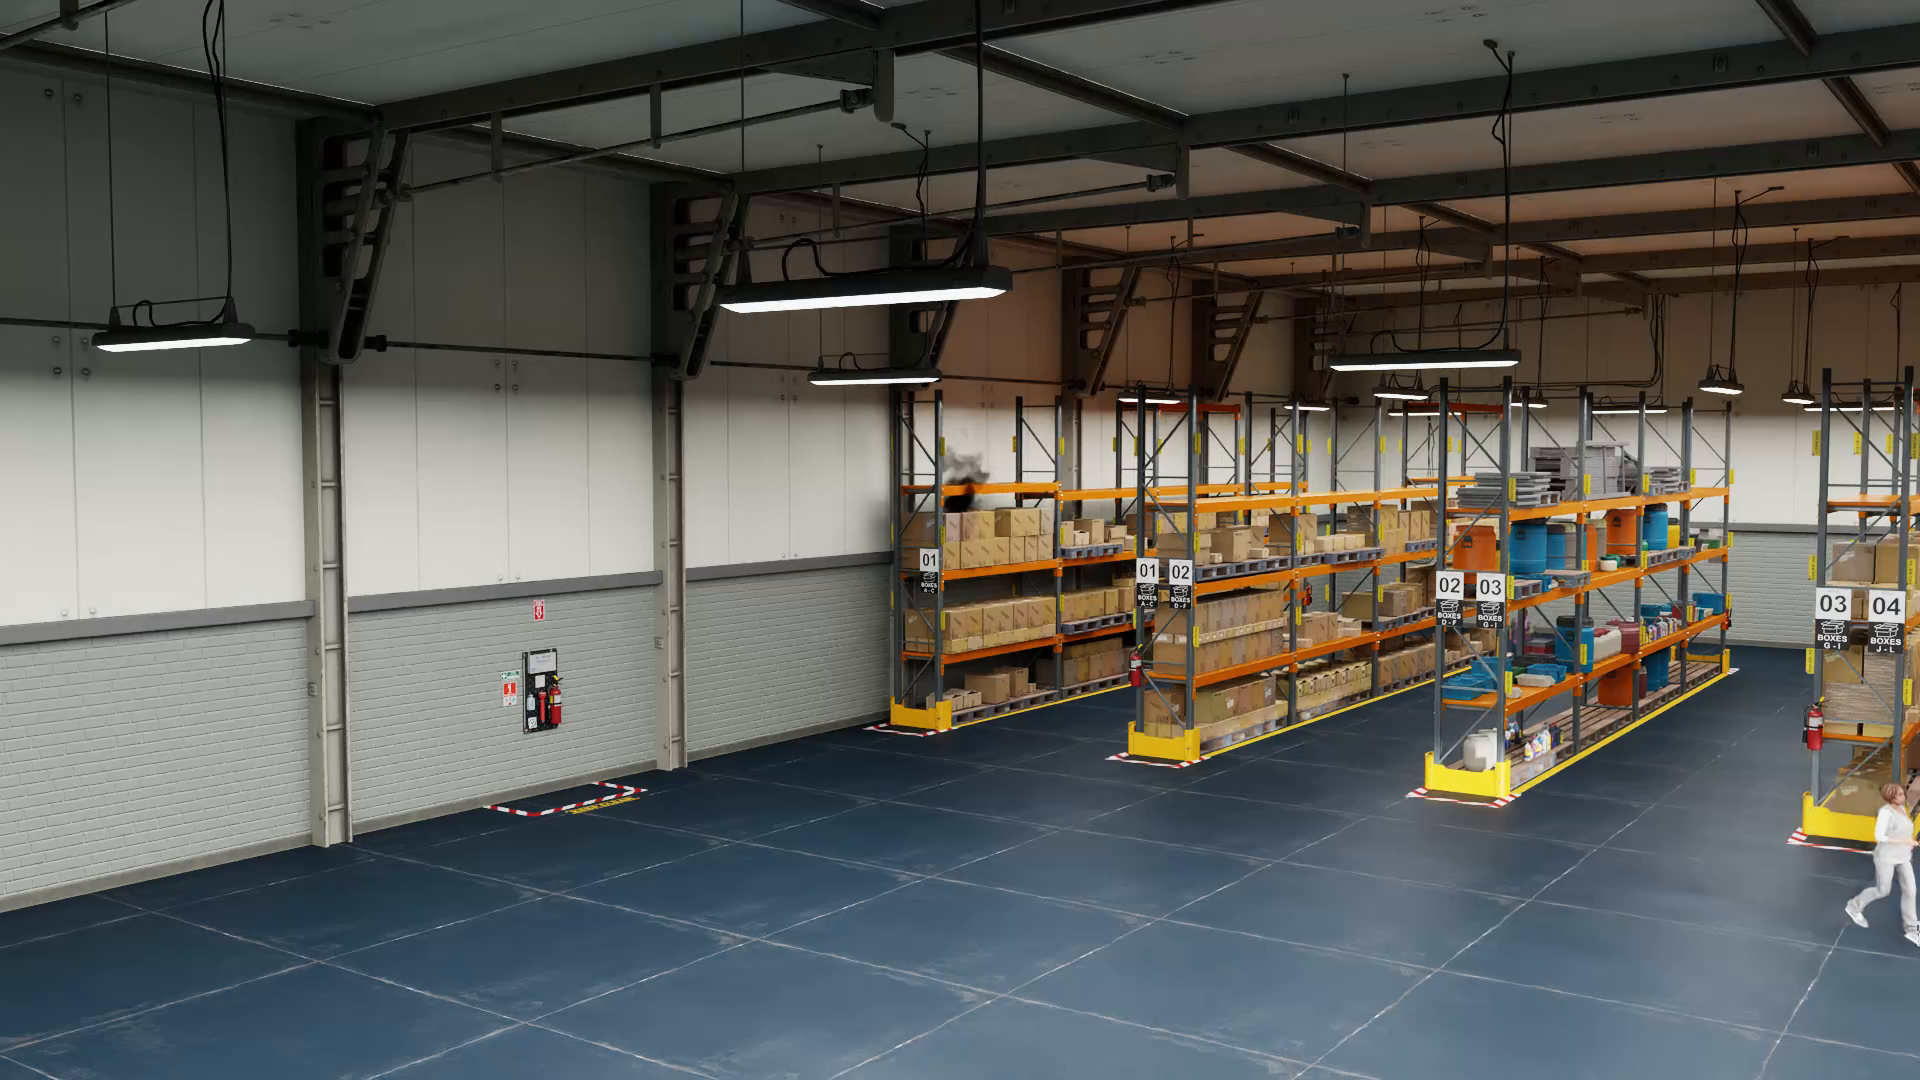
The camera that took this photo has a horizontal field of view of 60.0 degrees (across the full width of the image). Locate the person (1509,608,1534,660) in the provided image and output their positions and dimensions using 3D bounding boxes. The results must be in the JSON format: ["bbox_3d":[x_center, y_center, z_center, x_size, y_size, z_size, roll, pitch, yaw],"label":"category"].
[{"bbox_3d":[11.830,2.222,35.072,0.510,1.643,0.737,1,3,20],"label":"person"}]

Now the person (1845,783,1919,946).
[{"bbox_3d":[9.386,3.244,16.795,0.534,1.615,0.863,-2,4,-27],"label":"person"}]
